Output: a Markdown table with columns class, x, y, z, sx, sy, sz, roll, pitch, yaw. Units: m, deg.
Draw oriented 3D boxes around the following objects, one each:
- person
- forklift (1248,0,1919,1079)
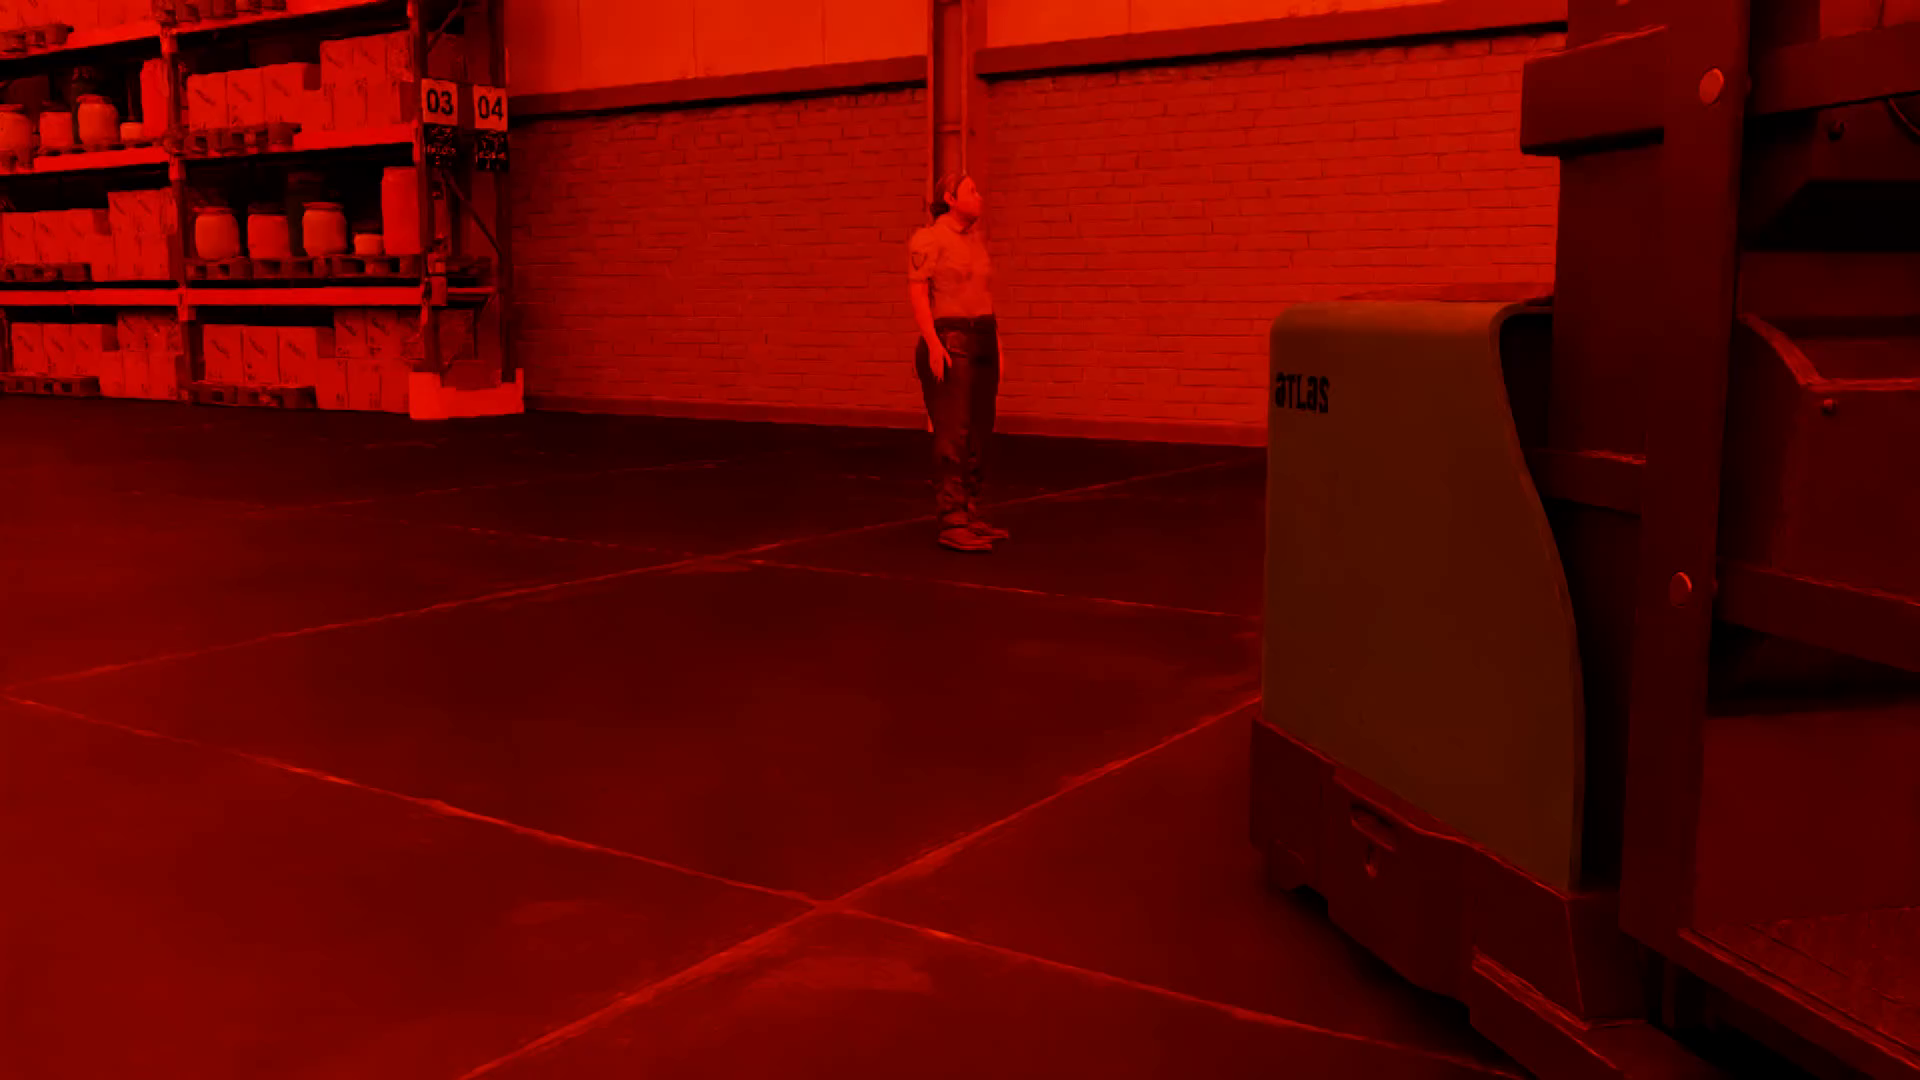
| class | x | y | z | sx | sy | sz | roll | pitch | yaw |
| --- | --- | --- | --- | --- | --- | --- | --- | --- | --- |
| person | 0.062 | -0.808 | 7.419 | 0.501 | 1.640 | 0.599 | 5 | 10 | 34 |
| forklift | 1.393 | -0.638 | 1.680 | 1.130 | 2.935 | 3.031 | -2 | 8 | -14 |
